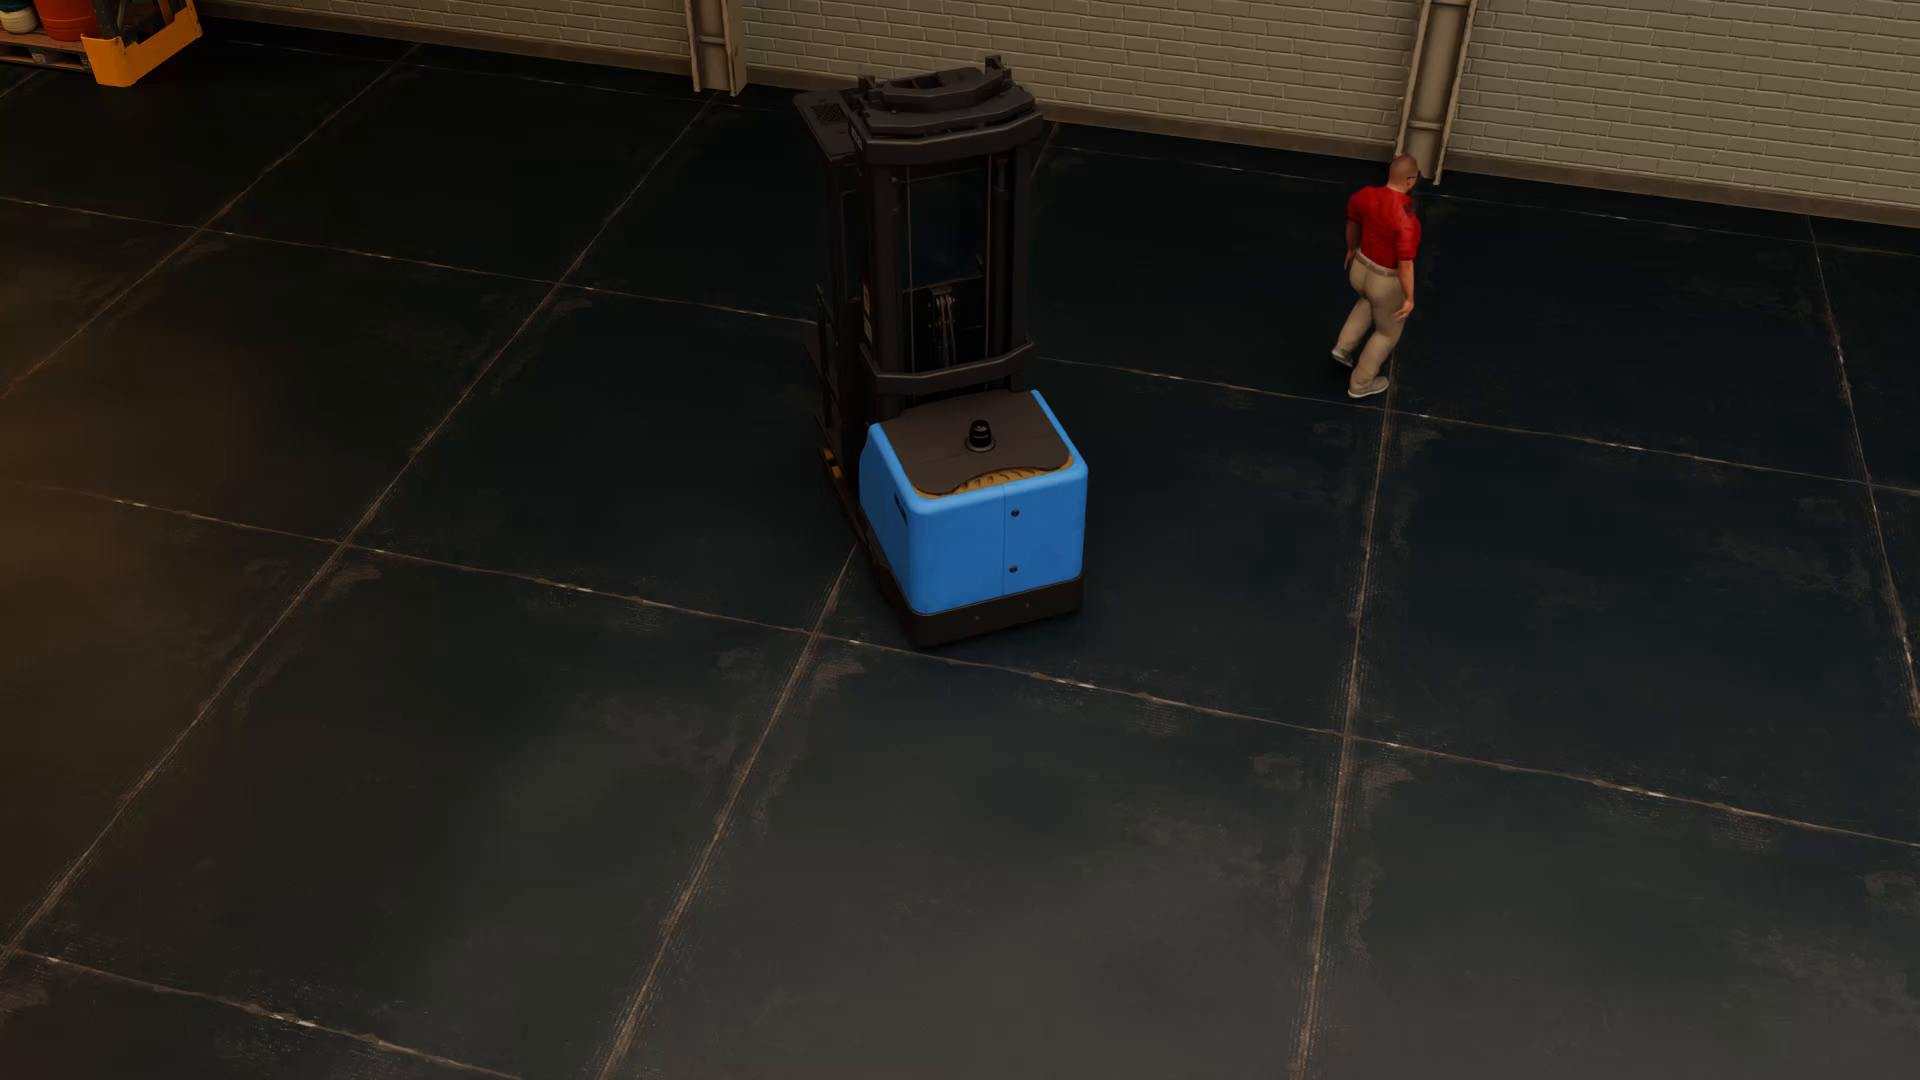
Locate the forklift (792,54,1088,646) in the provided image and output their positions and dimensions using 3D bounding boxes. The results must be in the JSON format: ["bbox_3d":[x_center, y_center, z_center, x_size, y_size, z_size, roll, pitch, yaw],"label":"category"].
[{"bbox_3d":[-0.263,-1.490,9.561,1.130,2.935,3.031,-13,43,-15],"label":"forklift"}]

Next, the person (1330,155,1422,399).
[{"bbox_3d":[2.761,-1.717,10.761,0.467,1.726,0.666,-22,46,-23],"label":"person"}]
